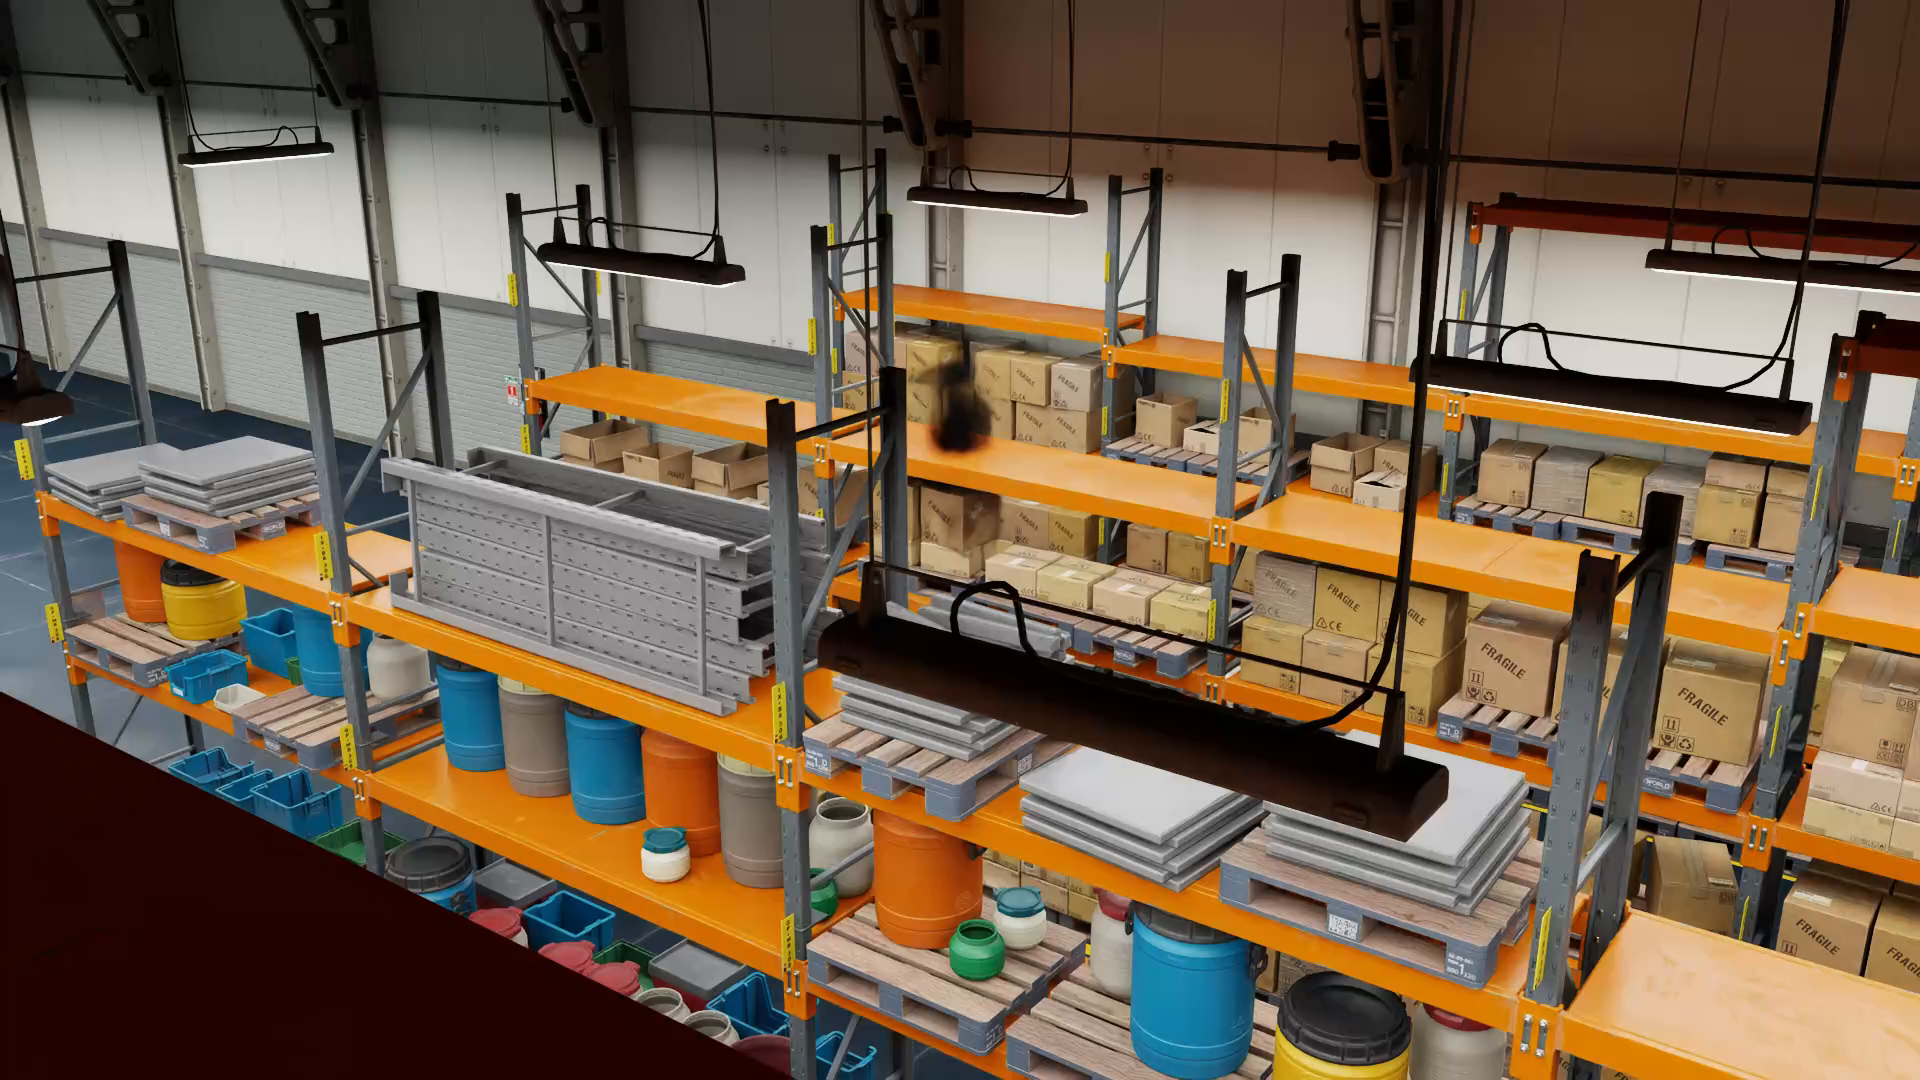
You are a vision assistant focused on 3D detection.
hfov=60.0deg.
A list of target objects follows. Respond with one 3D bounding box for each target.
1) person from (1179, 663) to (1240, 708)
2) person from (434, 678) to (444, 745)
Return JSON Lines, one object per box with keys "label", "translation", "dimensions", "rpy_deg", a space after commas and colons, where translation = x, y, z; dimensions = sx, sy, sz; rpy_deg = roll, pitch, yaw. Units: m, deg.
{"label": "person", "translation": [2.573, 1.845, 16.840], "dimensions": [0.717, 1.788, 0.680], "rpy_deg": [7, 20, 19]}
{"label": "person", "translation": [-4.697, 2.099, 16.136], "dimensions": [0.696, 1.696, 0.831], "rpy_deg": [10, 21, 28]}
